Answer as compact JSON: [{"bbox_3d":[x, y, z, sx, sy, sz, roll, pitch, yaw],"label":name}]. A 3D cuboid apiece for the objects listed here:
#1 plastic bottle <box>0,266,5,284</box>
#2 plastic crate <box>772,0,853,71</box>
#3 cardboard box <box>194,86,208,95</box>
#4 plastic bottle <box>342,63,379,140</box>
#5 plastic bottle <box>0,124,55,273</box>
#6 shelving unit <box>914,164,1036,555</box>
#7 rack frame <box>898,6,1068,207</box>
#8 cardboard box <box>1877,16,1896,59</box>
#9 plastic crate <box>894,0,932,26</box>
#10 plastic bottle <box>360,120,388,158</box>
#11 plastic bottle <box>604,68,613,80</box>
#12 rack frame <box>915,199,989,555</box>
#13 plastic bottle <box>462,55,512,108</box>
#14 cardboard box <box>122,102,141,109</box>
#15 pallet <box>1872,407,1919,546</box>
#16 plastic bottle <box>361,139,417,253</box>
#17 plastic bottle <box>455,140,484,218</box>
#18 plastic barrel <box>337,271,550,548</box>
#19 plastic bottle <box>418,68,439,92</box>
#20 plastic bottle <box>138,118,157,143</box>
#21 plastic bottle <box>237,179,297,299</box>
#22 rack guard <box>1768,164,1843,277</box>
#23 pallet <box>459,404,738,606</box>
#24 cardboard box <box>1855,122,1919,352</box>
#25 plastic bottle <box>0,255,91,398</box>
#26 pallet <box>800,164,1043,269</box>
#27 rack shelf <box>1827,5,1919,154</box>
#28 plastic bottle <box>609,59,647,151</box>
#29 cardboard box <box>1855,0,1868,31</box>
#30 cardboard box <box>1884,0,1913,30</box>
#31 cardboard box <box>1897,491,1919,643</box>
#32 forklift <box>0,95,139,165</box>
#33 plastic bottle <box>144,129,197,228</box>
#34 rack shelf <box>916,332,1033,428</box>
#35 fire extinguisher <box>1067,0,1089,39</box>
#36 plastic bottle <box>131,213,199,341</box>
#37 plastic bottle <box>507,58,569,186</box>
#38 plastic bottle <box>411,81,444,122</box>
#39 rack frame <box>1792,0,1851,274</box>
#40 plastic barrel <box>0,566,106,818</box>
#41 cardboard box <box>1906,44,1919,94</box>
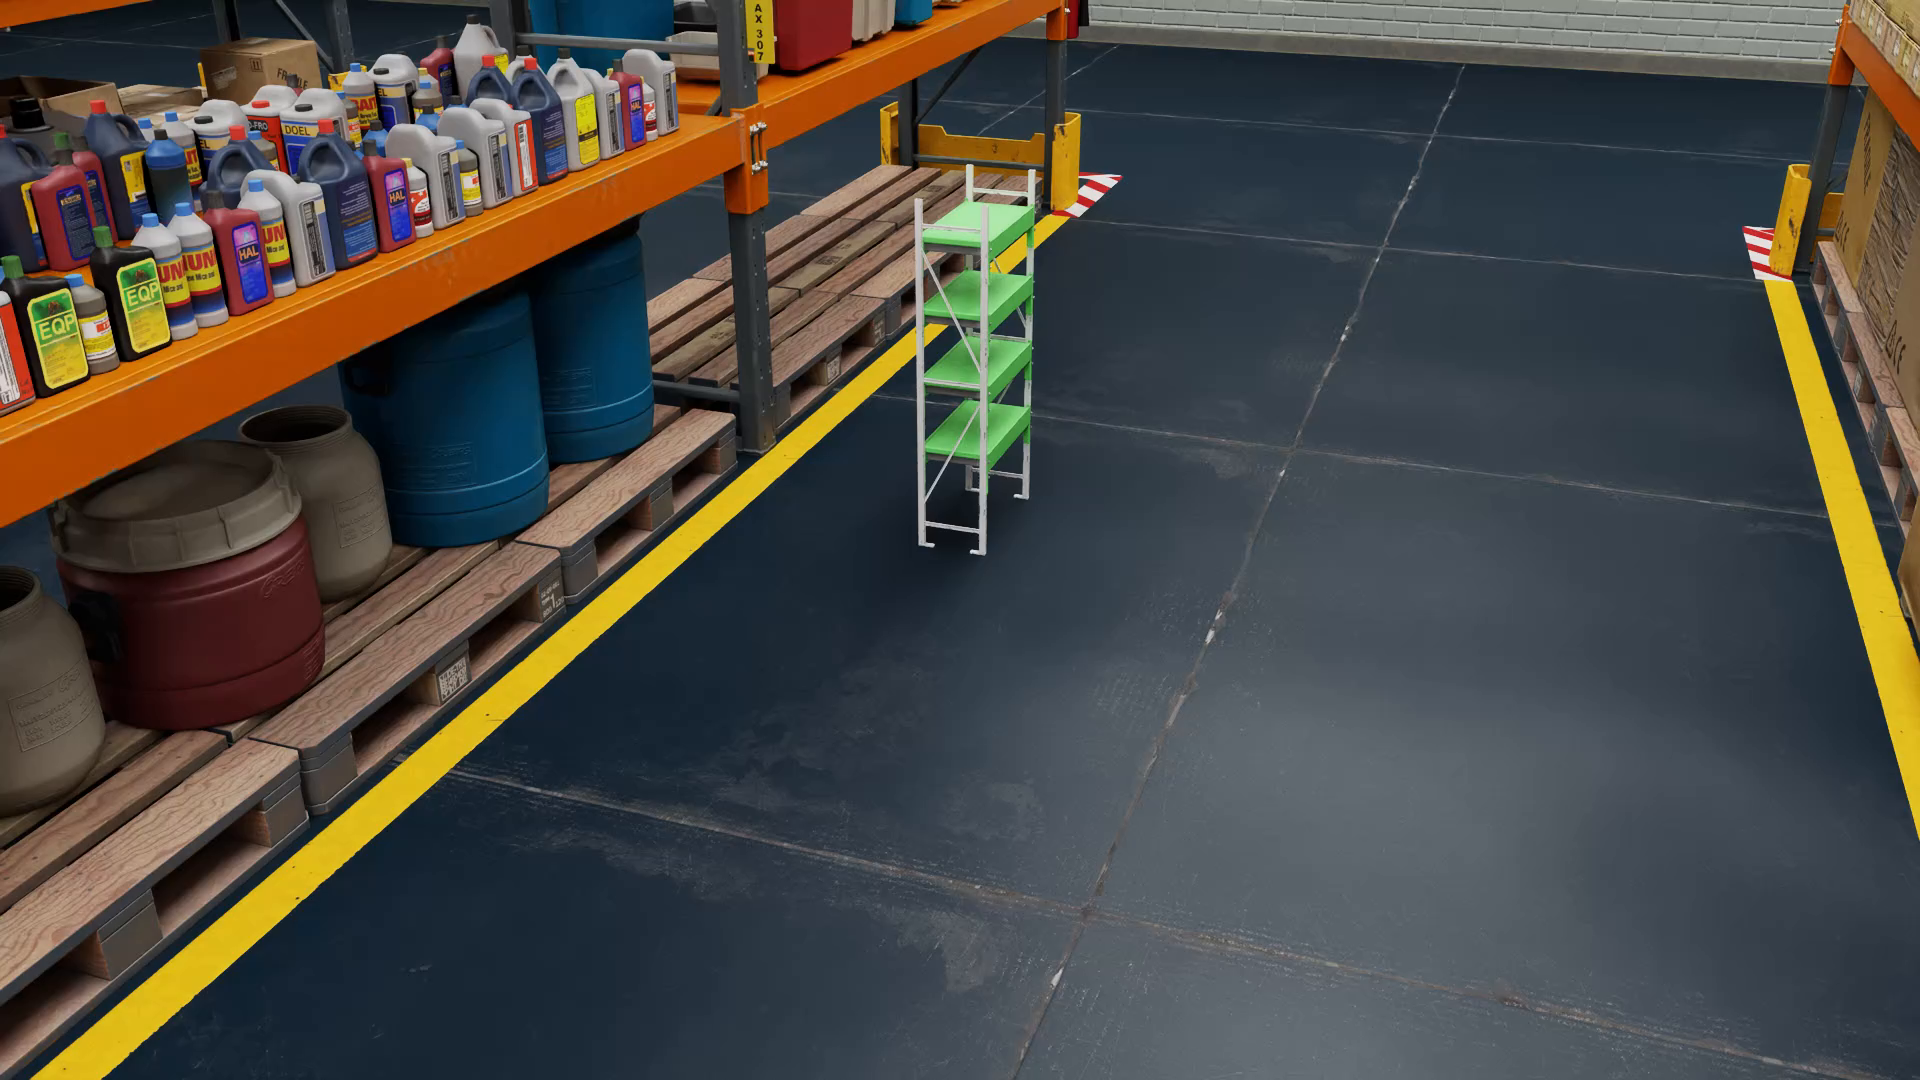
[{"bbox_3d":[-1.931,-0.439,3.363,0.097,0.271,0.097,0,26,0],"label":"plastic bottle"},{"bbox_3d":[-0.676,-2.154,6.614,0.402,0.464,0.583,9,27,17],"label":"plastic crate"},{"bbox_3d":[-5.012,-2.924,11.113,0.380,0.149,0.250,9,27,17],"label":"cardboard box"},{"bbox_3d":[-1.909,-1.381,5.307,0.097,0.271,0.097,0,26,0],"label":"plastic bottle"},{"bbox_3d":[-2.336,-0.859,4.138,0.144,0.351,0.185,9,27,17],"label":"plastic bottle"},{"bbox_3d":[0.055,-0.608,5.629,0.258,1.200,0.503,9,27,17],"label":"shelving unit"},{"bbox_3d":[0.121,-3.411,9.354,1.000,3.000,0.127,9,27,17],"label":"rack frame"},{"bbox_3d":[4.022,-2.059,6.850,0.380,0.149,0.250,8,27,16],"label":"cardboard box"},{"bbox_3d":[-0.320,-2.482,7.557,0.416,0.233,0.300,9,27,17],"label":"plastic crate"},{"bbox_3d":[-1.571,-1.003,4.528,0.097,0.271,0.097,0,26,0],"label":"plastic bottle"},{"bbox_3d":[-1.160,-1.480,5.592,0.097,0.201,0.097,0,26,0],"label":"plastic bottle"},{"bbox_3d":[-0.026,-0.508,5.422,0.240,1.200,0.015,9,27,17],"label":"rack frame"},{"bbox_3d":[-1.405,-1.265,4.978,0.144,0.351,0.185,9,27,17],"label":"plastic bottle"},{"bbox_3d":[-5.330,-2.498,10.118,0.500,0.250,0.500,9,27,17],"label":"cardboard box"},{"bbox_3d":[3.788,-0.095,5.705,1.003,0.211,1.213,9,27,17],"label":"pallet"},{"bbox_3d":[-1.482,-0.897,4.294,0.061,0.283,0.133,9,27,17],"label":"plastic bottle"},{"bbox_3d":[-1.383,-1.005,4.612,0.097,0.201,0.097,0,26,0],"label":"plastic bottle"},{"bbox_3d":[-1.643,-0.500,5.267,0.600,0.901,0.708,9,27,17],"label":"plastic barrel"},{"bbox_3d":[-1.800,-1.484,5.602,0.097,0.201,0.097,0,26,0],"label":"plastic bottle"},{"bbox_3d":[-2.205,-1.015,4.552,0.097,0.271,0.097,0,26,0],"label":"plastic bottle"},{"bbox_3d":[-1.643,-0.715,3.933,0.097,0.271,0.097,0,26,0],"label":"plastic bottle"},{"bbox_3d":[4.800,-1.578,8.435,1.175,0.500,0.348,9,27,17],"label":"rack guard"},{"bbox_3d":[-1.506,-0.201,5.924,1.003,0.211,1.213,9,27,17],"label":"pallet"},{"bbox_3d":[4.352,-1.277,6.902,0.875,0.875,0.875,9,27,17],"label":"cardboard box"},{"bbox_3d":[-1.851,-0.441,3.352,0.061,0.283,0.133,9,27,17],"label":"plastic bottle"},{"bbox_3d":[-0.190,-1.823,9.273,1.003,0.211,1.213,9,27,17],"label":"pallet"},{"bbox_3d":[4.126,-1.547,6.329,1.077,0.370,4.000,9,27,17],"label":"rack shelf"},{"bbox_3d":[-1.070,-1.405,5.343,0.061,0.283,0.133,9,27,17],"label":"plastic bottle"},{"bbox_3d":[4.279,-2.376,7.504,0.380,0.149,0.250,8,27,17],"label":"cardboard box"},{"bbox_3d":[4.040,-2.181,6.643,0.500,0.250,0.500,8,27,16],"label":"cardboard box"},{"bbox_3d":[3.267,-0.016,4.298,1.225,0.875,0.875,9,27,18],"label":"cardboard box"},{"bbox_3d":[-4.246,-1.528,5.542,1.130,2.935,3.031,15,30,28],"label":"forklift"},{"bbox_3d":[-2.102,-0.954,4.427,0.097,0.271,0.097,0,26,0],"label":"plastic bottle"},{"bbox_3d":[0.055,-0.551,5.657,0.258,0.148,0.480,9,27,17],"label":"rack shelf"},{"bbox_3d":[0.600,-3.205,9.444,0.296,0.674,0.183,9,27,17],"label":"fire extinguisher"},{"bbox_3d":[-1.753,-0.580,3.654,0.097,0.271,0.097,0,26,0],"label":"plastic bottle"},{"bbox_3d":[-1.269,-1.244,4.934,0.144,0.351,0.185,9,27,17],"label":"plastic bottle"},{"bbox_3d":[-1.721,-1.382,5.391,0.097,0.201,0.097,0,26,0],"label":"plastic bottle"},{"bbox_3d":[4.792,-2.693,7.870,1.000,3.000,0.127,9,27,17],"label":"rack frame"},{"bbox_3d":[-2.291,0.358,3.941,0.421,0.512,0.421,0,26,0],"label":"plastic barrel"},{"bbox_3d":[3.766,-1.742,6.193,0.380,0.149,0.250,9,27,18],"label":"cardboard box"}]
